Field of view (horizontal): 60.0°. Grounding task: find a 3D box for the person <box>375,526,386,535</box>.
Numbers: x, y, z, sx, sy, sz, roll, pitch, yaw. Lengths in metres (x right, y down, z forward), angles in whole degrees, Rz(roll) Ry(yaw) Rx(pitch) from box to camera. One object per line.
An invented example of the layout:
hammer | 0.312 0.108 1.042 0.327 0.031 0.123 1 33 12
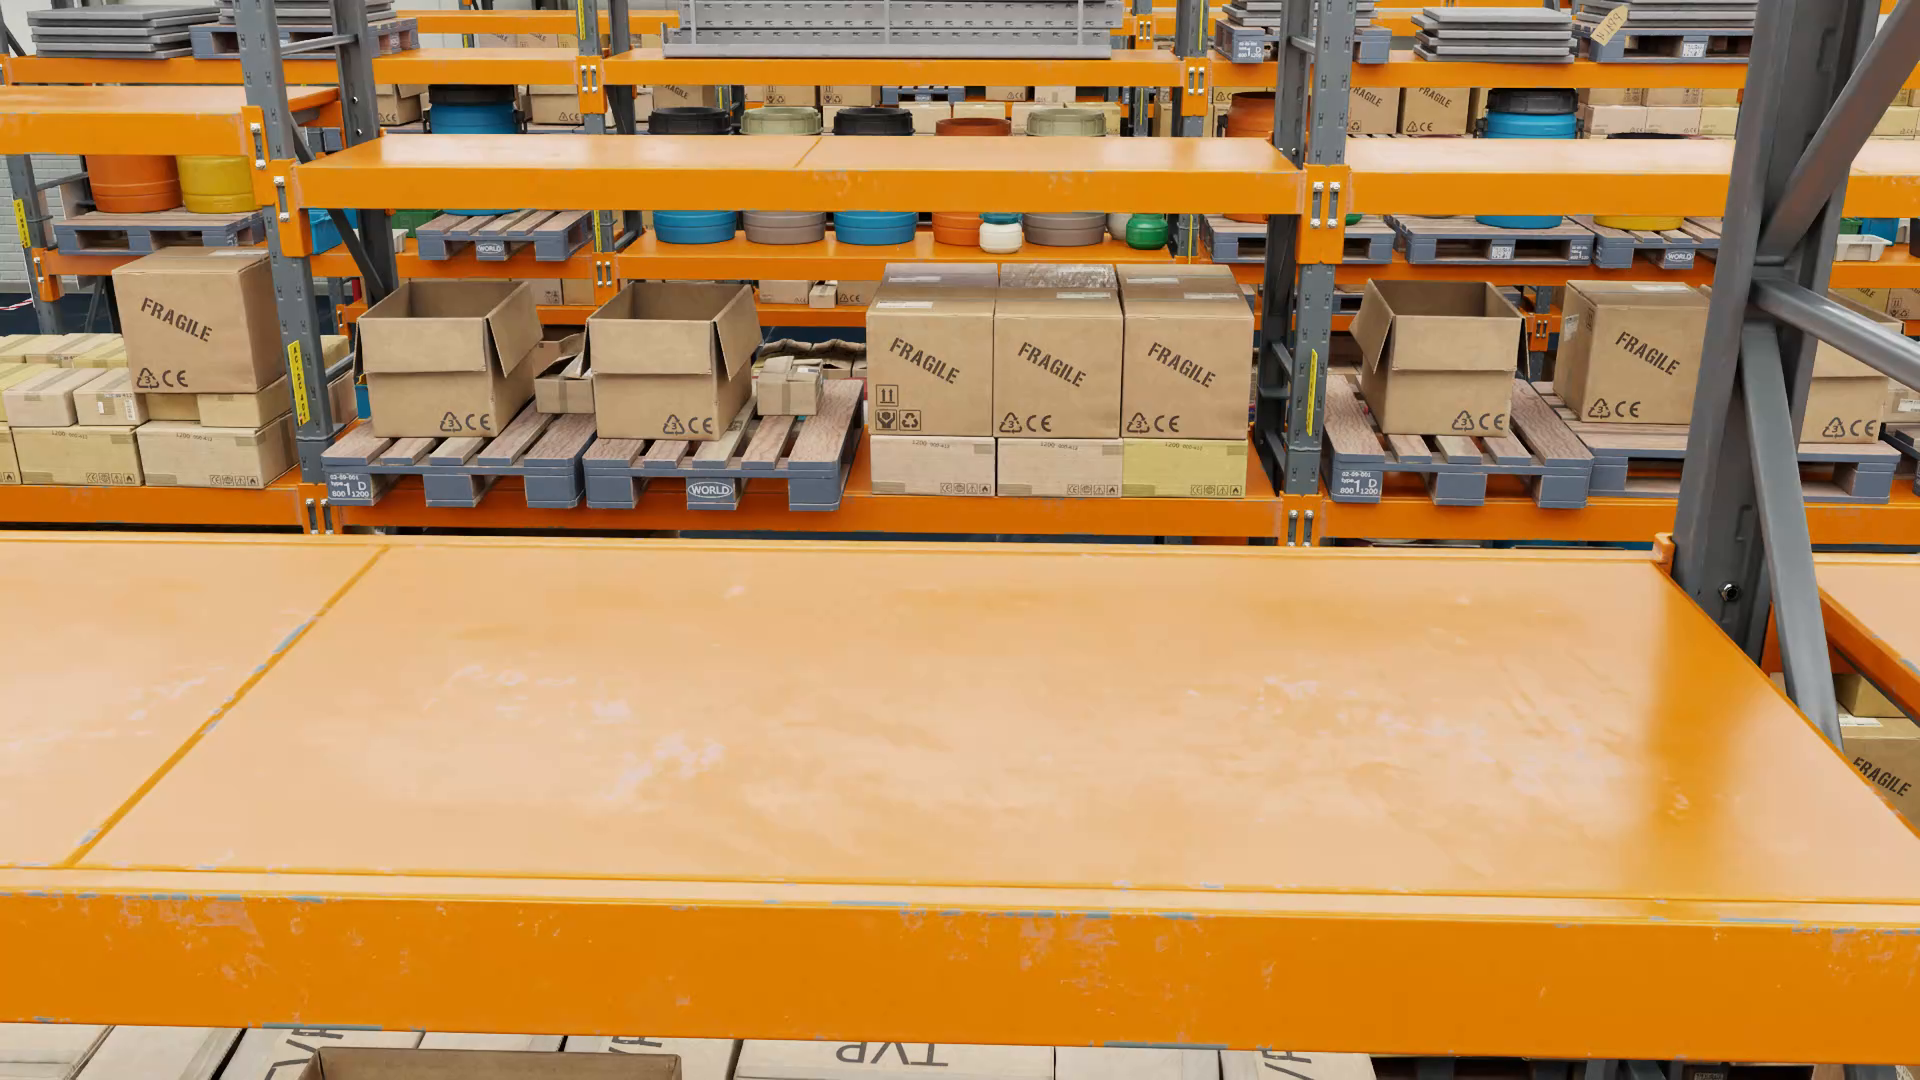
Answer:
person | -3.607 0.481 10.365 0.950 1.730 0.536 -1 21 -3
